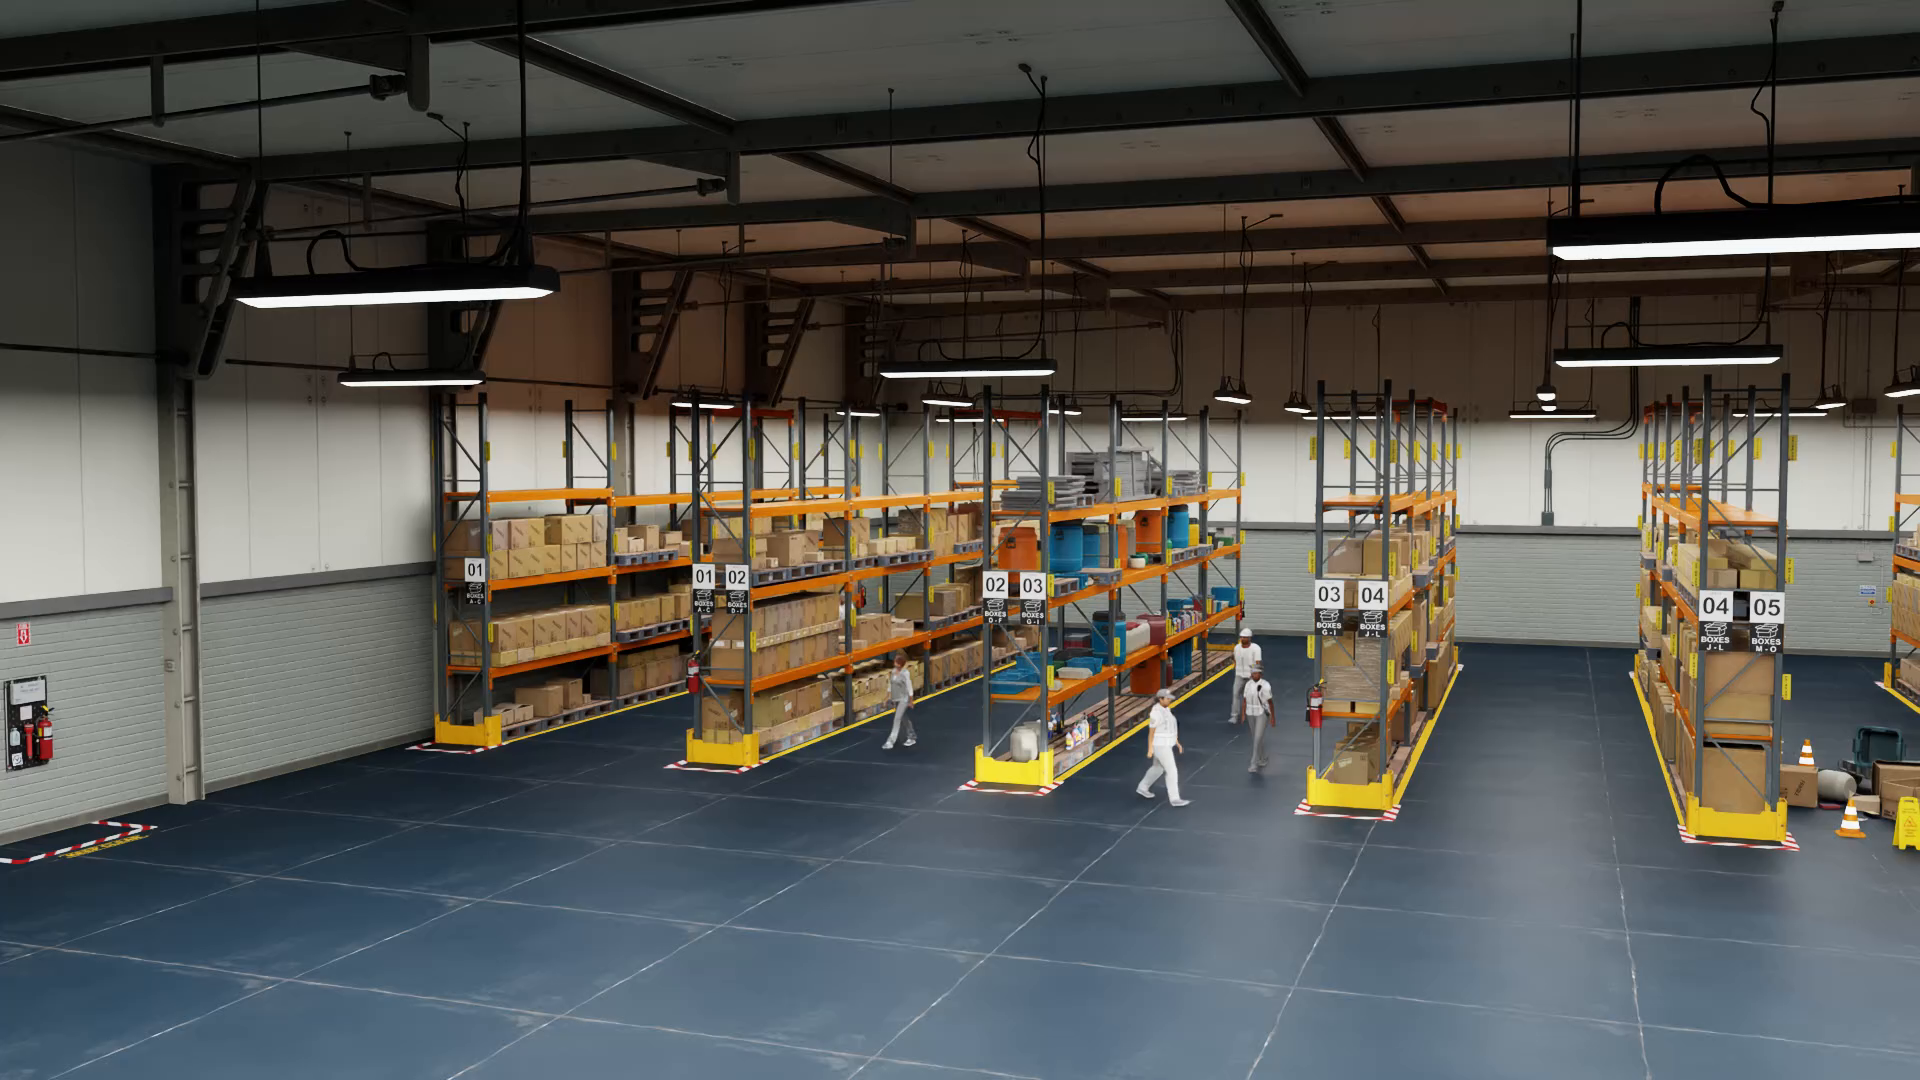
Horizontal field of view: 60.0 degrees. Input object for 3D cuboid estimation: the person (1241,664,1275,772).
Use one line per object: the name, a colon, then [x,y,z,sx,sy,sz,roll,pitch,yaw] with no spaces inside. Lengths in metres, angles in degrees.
person: [4.656,2.768,26.126,0.883,1.641,0.513,-3,4,-44]

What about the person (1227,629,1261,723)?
person: [5.232,2.494,30.549,0.582,1.711,1.003,2,4,33]

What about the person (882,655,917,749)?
person: [-1.065,2.711,27.944,0.890,1.561,0.448,-3,4,-40]

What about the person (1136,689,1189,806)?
person: [2.902,2.932,23.703,0.879,1.632,0.511,1,3,23]

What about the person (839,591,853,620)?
person: [-2.783,2.053,39.079,0.560,1.711,1.099,1,3,16]
